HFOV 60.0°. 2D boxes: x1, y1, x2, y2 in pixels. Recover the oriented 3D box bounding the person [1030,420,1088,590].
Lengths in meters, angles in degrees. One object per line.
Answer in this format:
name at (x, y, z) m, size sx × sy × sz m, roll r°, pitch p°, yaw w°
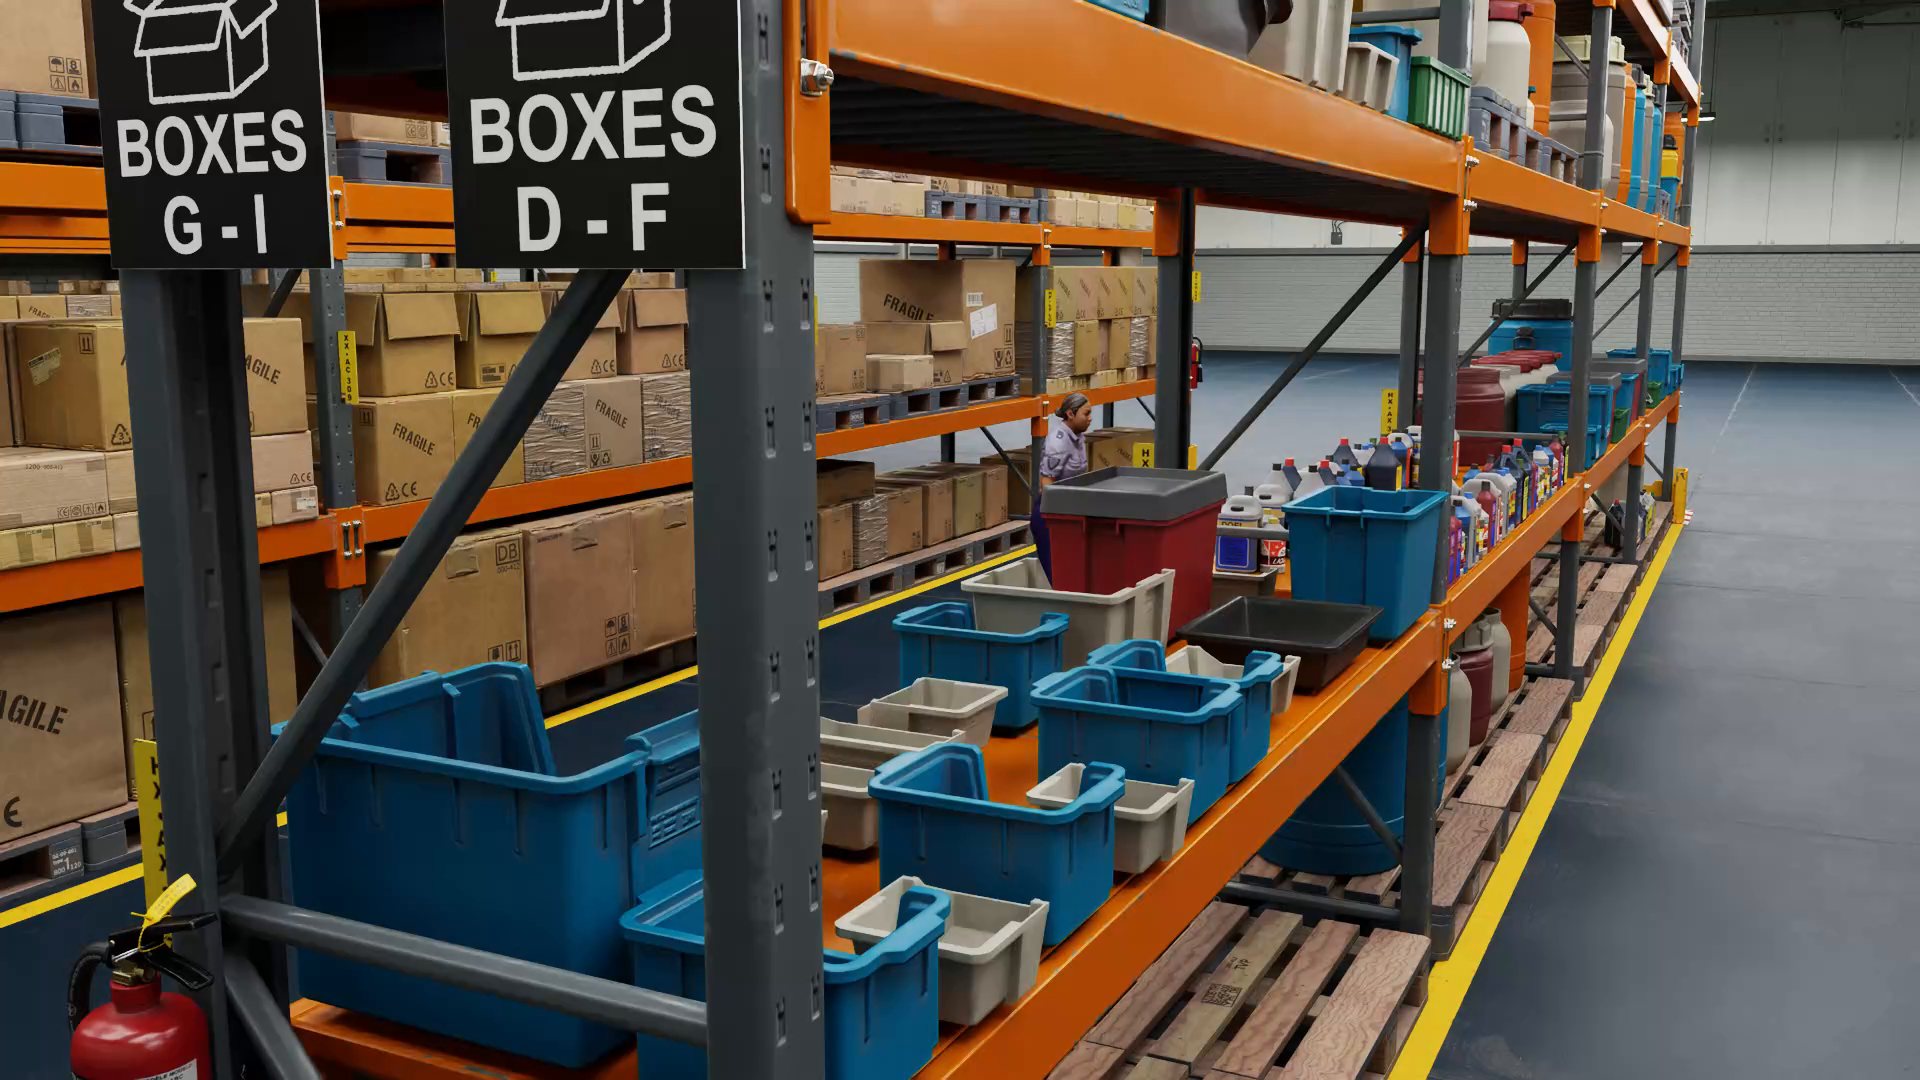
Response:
person at (0.653, -0.029, 10.622) m, size 0.363 × 1.477 × 0.543 m, roll 4°, pitch 10°, yaw 25°
